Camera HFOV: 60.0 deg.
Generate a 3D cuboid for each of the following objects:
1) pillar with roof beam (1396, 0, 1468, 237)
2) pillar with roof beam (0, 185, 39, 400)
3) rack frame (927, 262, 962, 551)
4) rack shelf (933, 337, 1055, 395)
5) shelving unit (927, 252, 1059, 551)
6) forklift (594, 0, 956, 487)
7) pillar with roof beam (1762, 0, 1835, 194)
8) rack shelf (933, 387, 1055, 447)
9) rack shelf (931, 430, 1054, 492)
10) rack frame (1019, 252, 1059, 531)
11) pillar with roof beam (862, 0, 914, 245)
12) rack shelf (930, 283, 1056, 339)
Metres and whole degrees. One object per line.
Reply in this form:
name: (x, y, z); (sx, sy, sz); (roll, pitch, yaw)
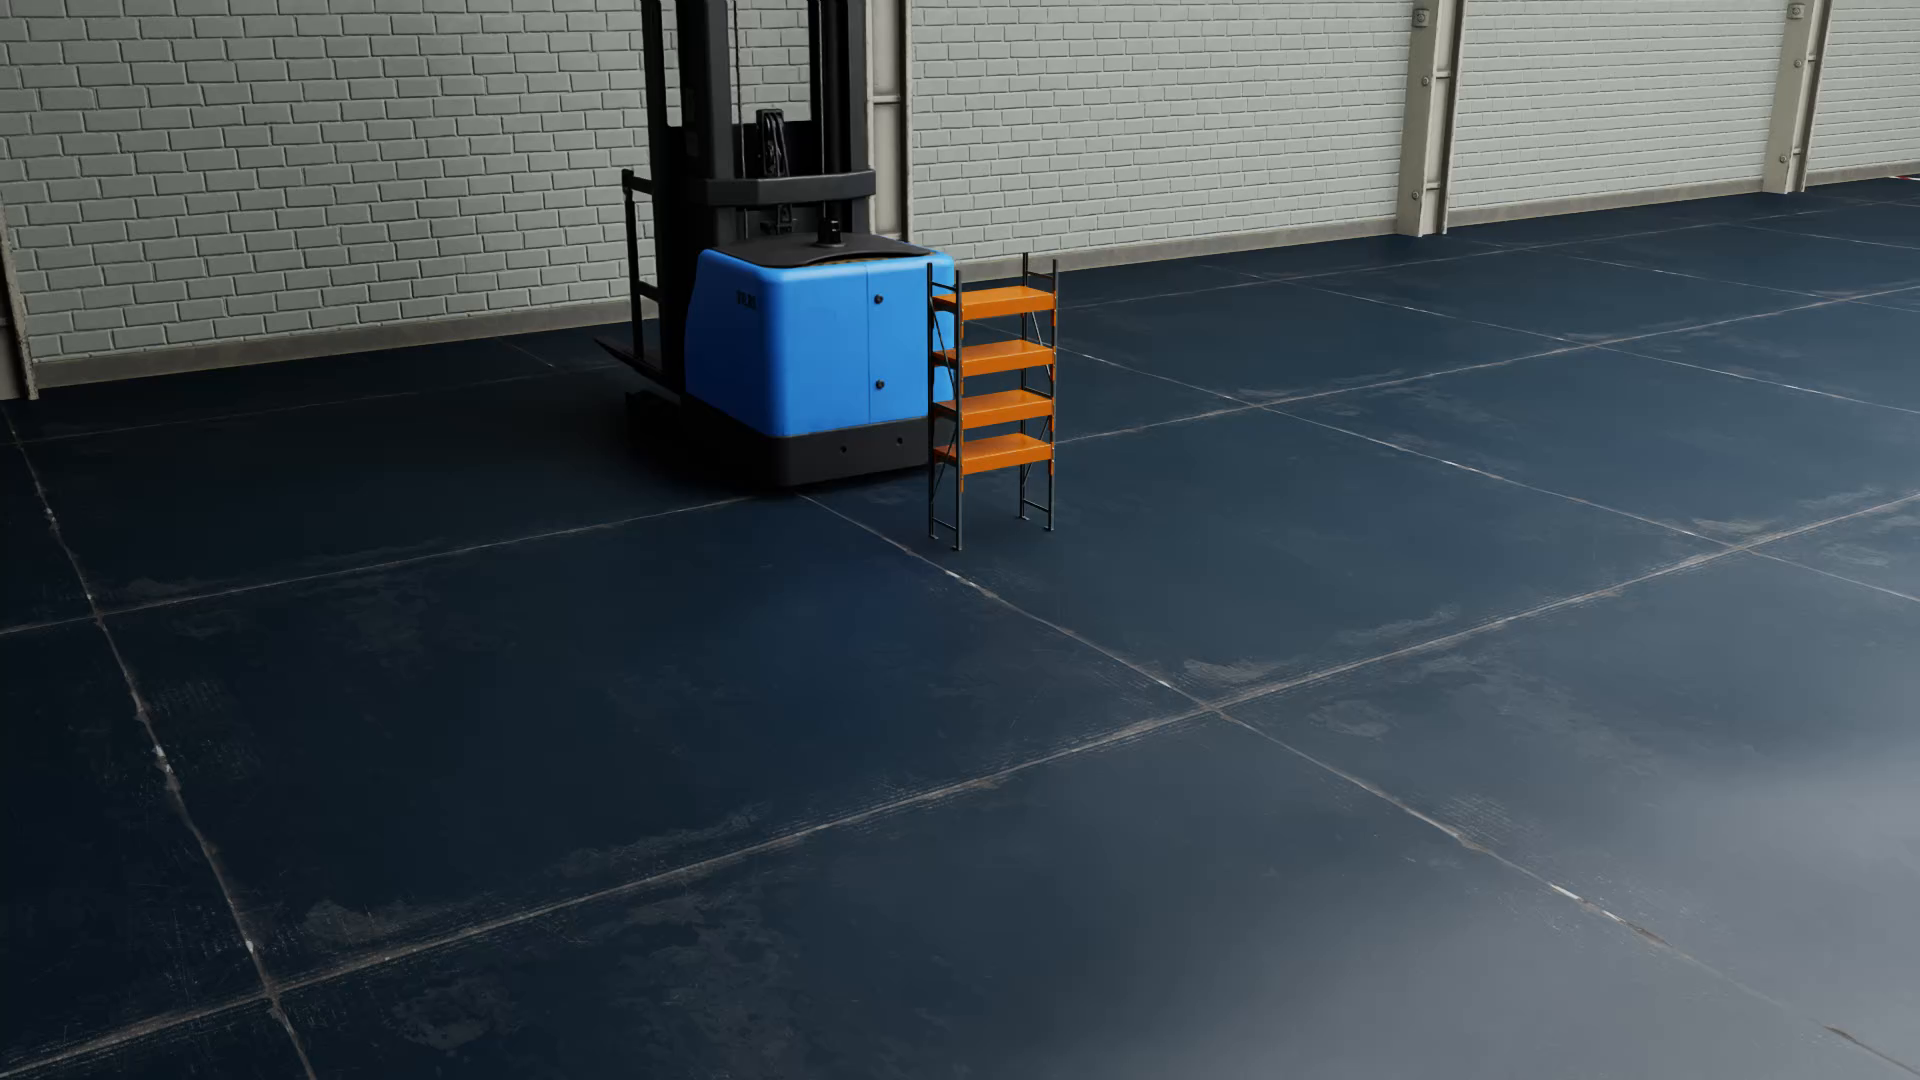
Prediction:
pillar with roof beam: (6.781, -6.053, 11.099); (0.400, 9.000, 9.100); (-12, 22, -31)
pillar with roof beam: (-3.241, -3.939, 4.847); (0.400, 9.000, 9.100); (-12, 22, -31)
rack frame: (-0.066, -0.555, 7.012); (0.015, 1.200, 0.240); (-12, 22, -31)
rack shelf: (0.138, -0.746, 7.089); (0.480, 0.148, 0.258); (-12, 22, -31)
shelving unit: (0.138, -0.598, 7.139); (0.503, 1.200, 0.258); (-12, 22, -31)
forklift: (-1.192, -2.058, 8.755); (1.130, 2.935, 3.031); (-11, 21, -29)
pillar with roof beam: (11.792, -7.110, 14.225); (0.400, 9.000, 9.100); (-12, 22, -31)
rack shelf: (0.138, -0.534, 7.160); (0.480, 0.148, 0.258); (-12, 22, -31)
rack shelf: (0.138, -0.346, 7.224); (0.480, 0.148, 0.258); (-12, 22, -31)
rack frame: (0.342, -0.641, 7.266); (0.015, 1.200, 0.240); (-12, 22, -31)
pillar with roof beam: (1.770, -4.996, 7.973); (0.400, 9.000, 9.100); (-12, 22, -31)
rack shelf: (0.138, -0.970, 7.013); (0.480, 0.148, 0.258); (-12, 22, -31)
